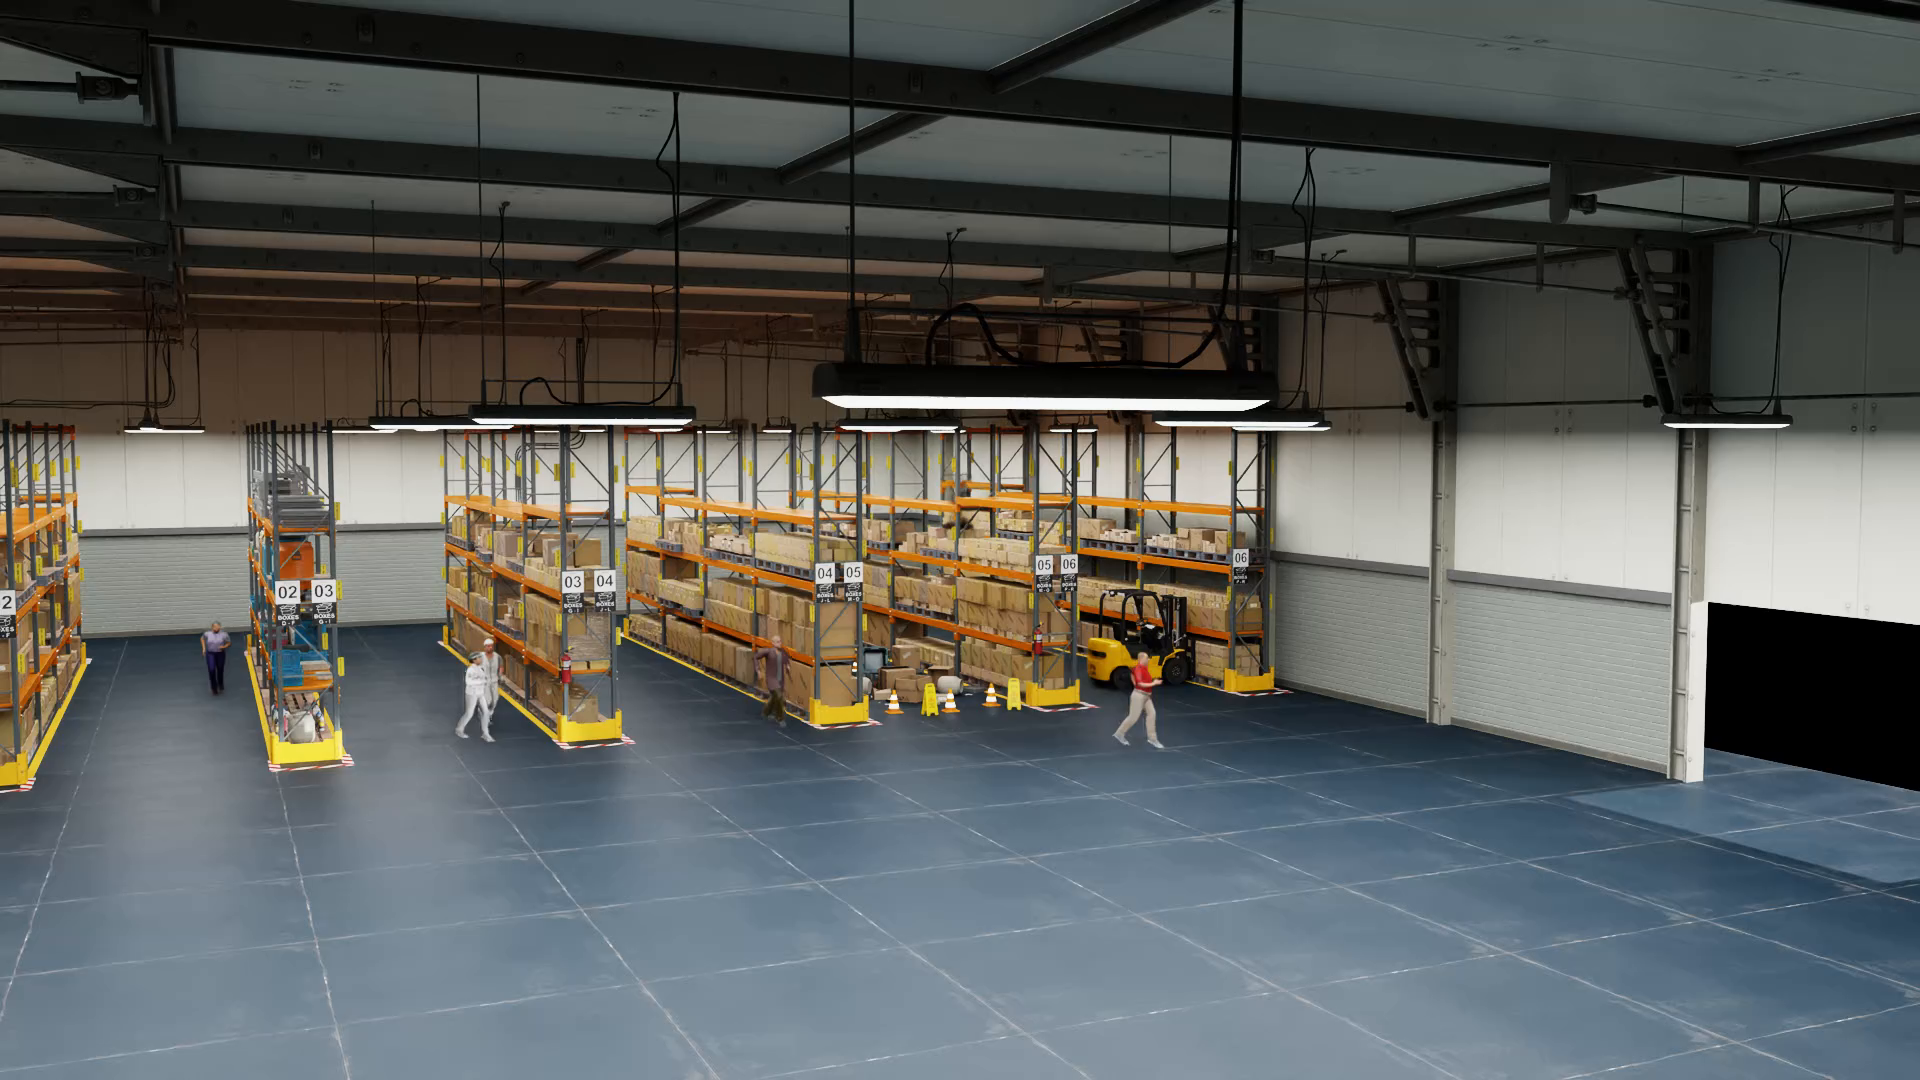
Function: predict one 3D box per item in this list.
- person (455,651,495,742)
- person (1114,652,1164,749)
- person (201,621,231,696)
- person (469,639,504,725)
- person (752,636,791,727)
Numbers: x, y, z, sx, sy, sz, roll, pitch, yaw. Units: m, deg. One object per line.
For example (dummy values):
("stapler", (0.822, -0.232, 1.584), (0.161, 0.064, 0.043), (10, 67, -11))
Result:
("person", (-9.103, 2.938, 31.109), (0.771, 1.747, 0.579), (1, 4, 15))
("person", (3.288, 2.938, 30.530), (0.915, 1.768, 0.642), (1, 4, 21))
("person", (-16.538, 2.611, 36.987), (0.620, 1.670, 0.817), (-2, 4, -25))
("person", (-9.278, 2.807, 32.718), (0.670, 1.732, 0.633), (-3, 4, -37))
("person", (-3.704, 2.822, 32.953), (0.888, 1.849, 0.726), (3, 5, 44))
